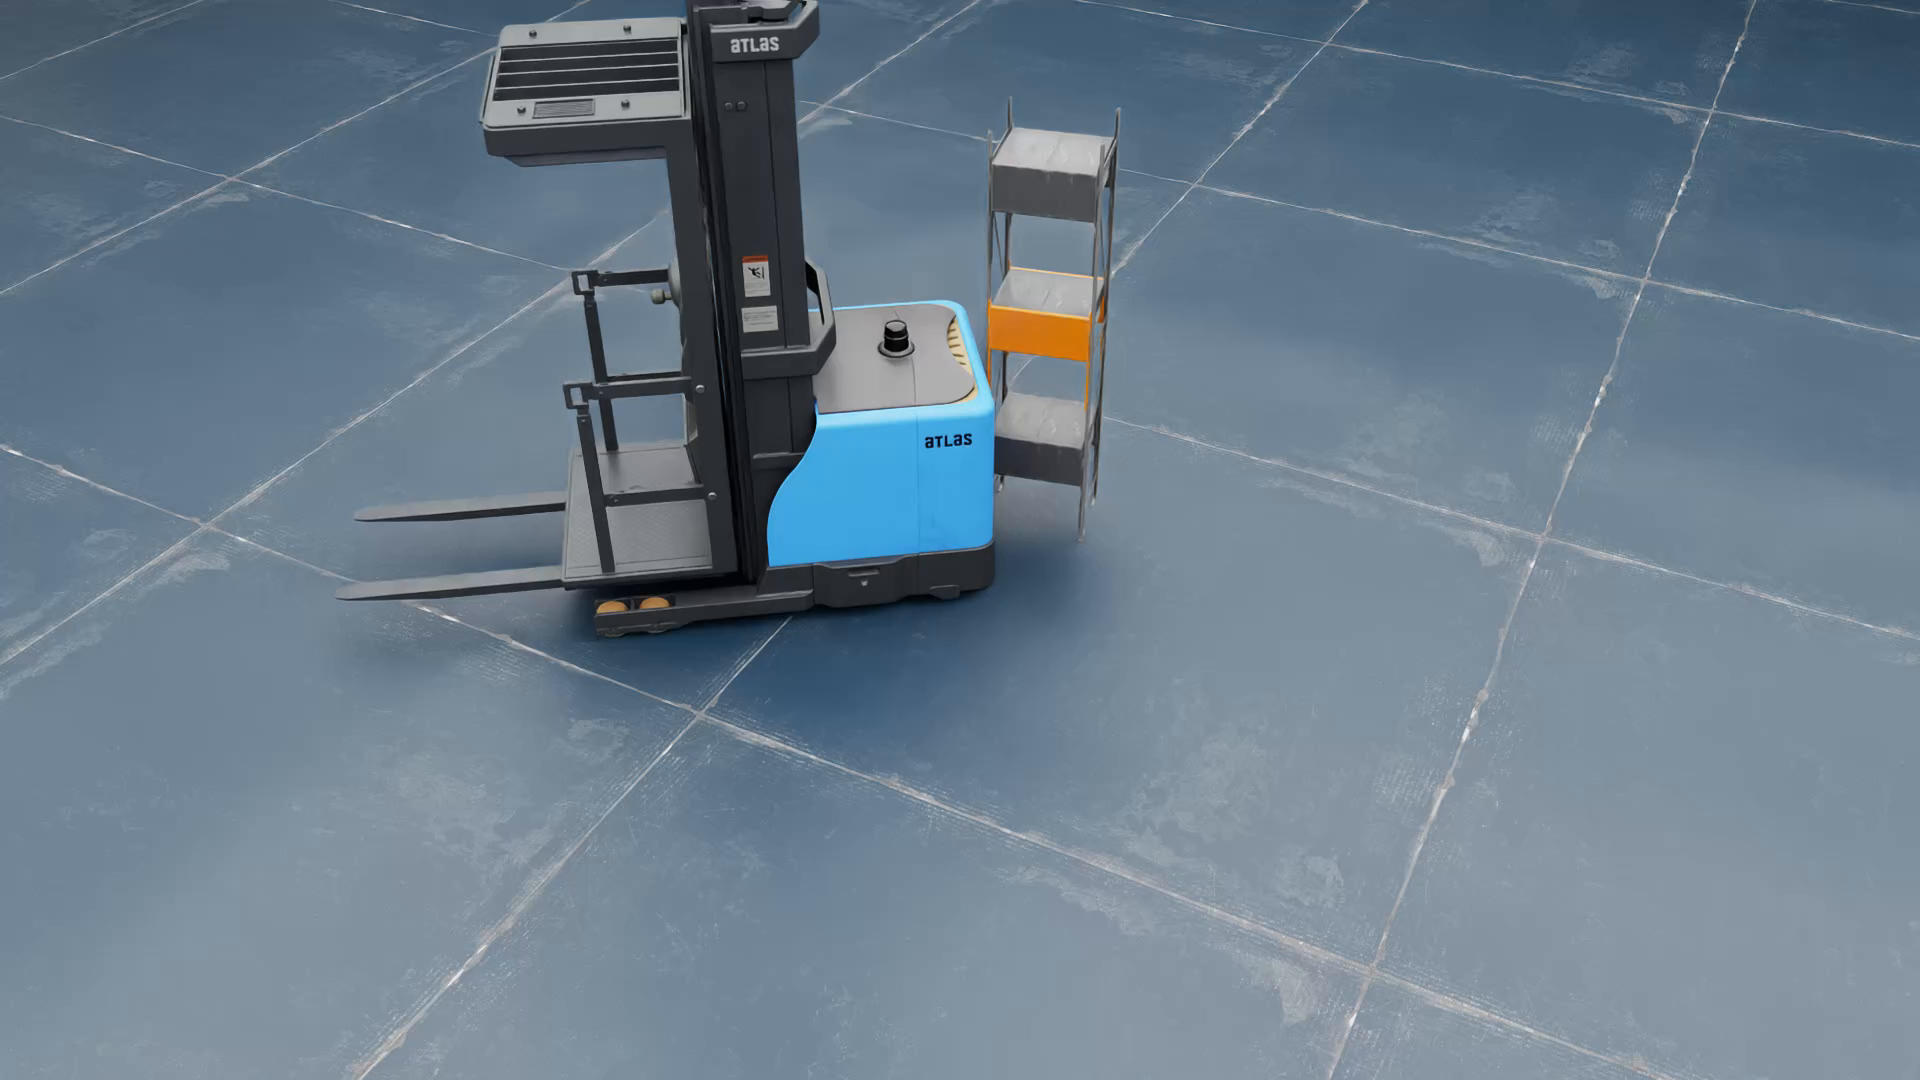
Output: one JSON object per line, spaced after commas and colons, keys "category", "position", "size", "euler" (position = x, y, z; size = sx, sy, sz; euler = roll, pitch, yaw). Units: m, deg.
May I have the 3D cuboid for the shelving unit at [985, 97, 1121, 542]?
{"category": "shelving unit", "position": [0.411, -0.979, 7.823], "size": [0.503, 2.100, 0.431], "euler": [9, 38, 12]}

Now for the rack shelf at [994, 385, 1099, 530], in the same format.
{"category": "rack shelf", "position": [0.411, -0.411, 8.255], "size": [0.480, 0.518, 0.431], "euler": [9, 38, 12]}

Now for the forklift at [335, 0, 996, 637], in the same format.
{"category": "forklift", "position": [-1.395, -1.063, 7.246], "size": [3.031, 2.935, 1.130], "euler": [-5, 38, -7]}

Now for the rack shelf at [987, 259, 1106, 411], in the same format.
{"category": "rack shelf", "position": [0.411, -0.968, 7.831], "size": [0.480, 0.518, 0.431], "euler": [9, 38, 12]}

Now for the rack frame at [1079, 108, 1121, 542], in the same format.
{"category": "rack frame", "position": [0.647, -0.942, 7.774], "size": [0.015, 2.100, 0.400], "euler": [9, 38, 12]}

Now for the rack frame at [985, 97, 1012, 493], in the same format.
{"category": "rack frame", "position": [0.175, -1.017, 7.872], "size": [0.015, 2.100, 0.400], "euler": [9, 38, 12]}

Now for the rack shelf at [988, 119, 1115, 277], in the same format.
{"category": "rack shelf", "position": [0.411, -1.526, 7.408], "size": [0.480, 0.518, 0.431], "euler": [9, 38, 12]}
